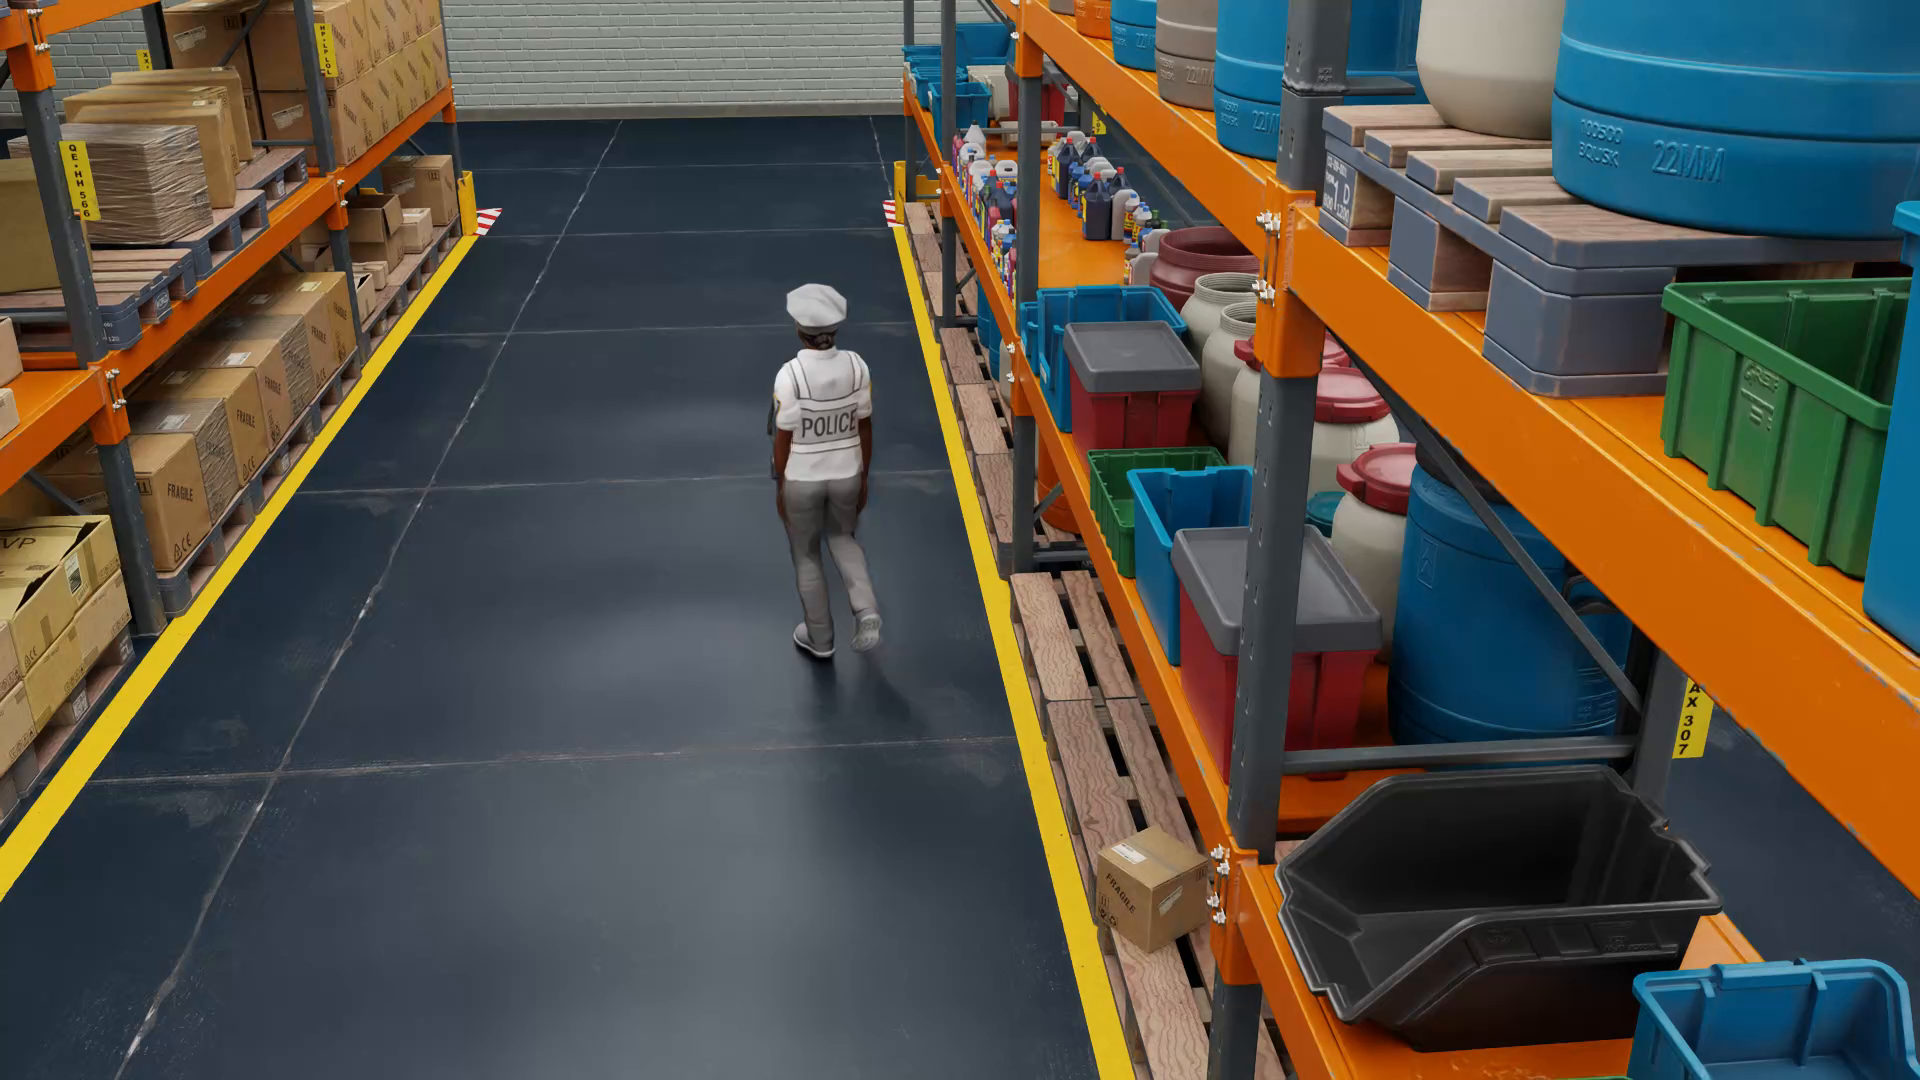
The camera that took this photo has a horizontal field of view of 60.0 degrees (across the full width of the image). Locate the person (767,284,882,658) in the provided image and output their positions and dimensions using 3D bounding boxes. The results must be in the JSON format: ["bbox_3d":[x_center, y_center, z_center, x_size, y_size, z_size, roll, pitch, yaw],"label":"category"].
[{"bbox_3d":[-0.580,-0.263,7.102,0.443,1.679,0.489,-13,27,-26],"label":"person"}]
